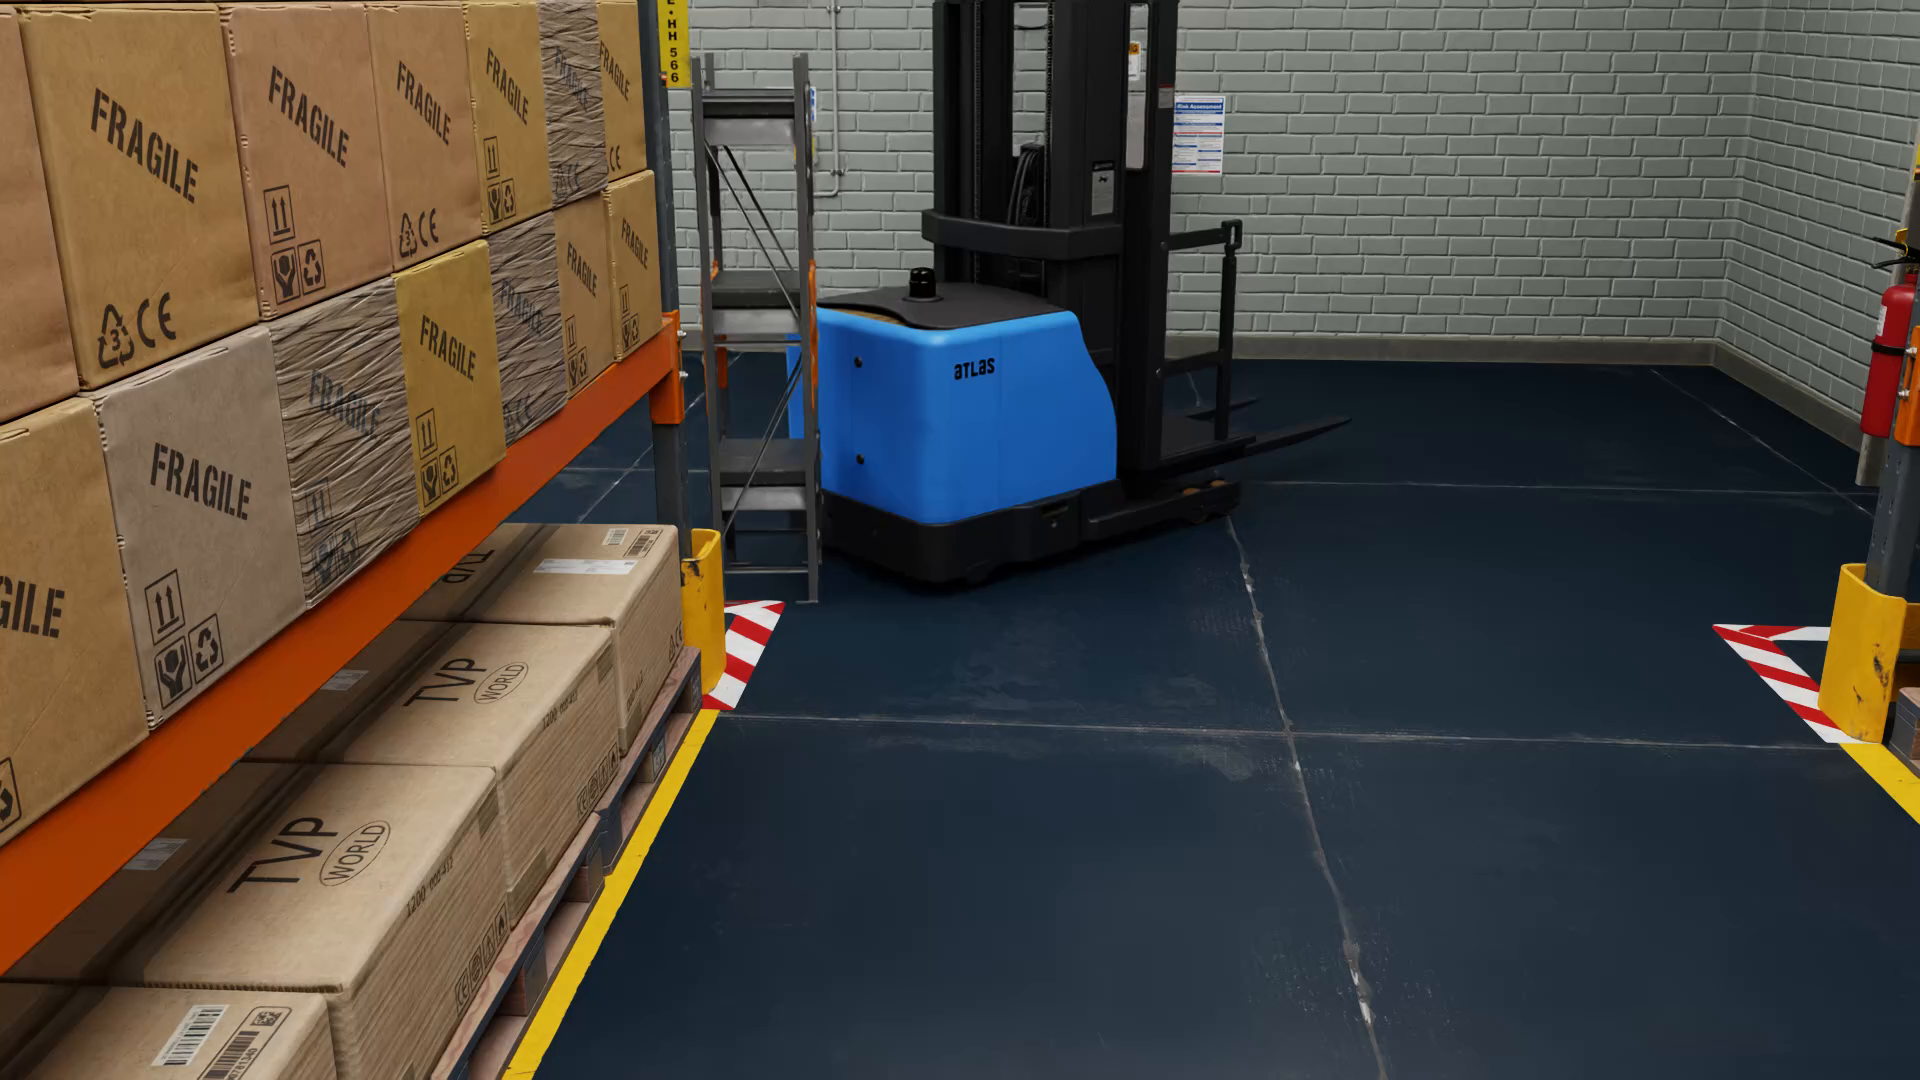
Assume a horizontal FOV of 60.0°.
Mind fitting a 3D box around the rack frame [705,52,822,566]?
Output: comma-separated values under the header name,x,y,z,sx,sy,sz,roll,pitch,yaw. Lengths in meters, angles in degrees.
name,x,y,z,sx,sy,sz,roll,pitch,yaw
rack frame,-0.788,-0.892,6.772,0.400,2.100,0.015,-1,18,-2

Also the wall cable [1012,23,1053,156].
name,x,y,z,sx,sy,sz,roll,pitch,yaw
wall cable,0.357,-3.147,10.577,0.588,1.984,0.122,1,18,4

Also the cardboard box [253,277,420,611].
name,x,y,z,sx,sy,sz,roll,pitch,yaw
cardboard box,-1.349,-0.196,3.042,0.500,0.500,0.500,1,18,4

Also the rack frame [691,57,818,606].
name,x,y,z,sx,sy,sz,roll,pitch,yaw
rack frame,-0.767,-0.740,6.308,0.400,2.100,0.015,-1,18,-2

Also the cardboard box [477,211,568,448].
name,x,y,z,sx,sy,sz,roll,pitch,yaw
cardboard box,-1.288,-0.516,4.021,0.500,0.500,0.500,2,18,6

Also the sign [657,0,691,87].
name,x,y,z,sx,sy,sz,roll,pitch,yaw
sign,-0.899,-1.586,5.207,0.100,0.325,0.005,1,18,4

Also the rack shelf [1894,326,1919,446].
name,x,y,z,sx,sy,sz,roll,pitch,yaw
rack shelf,3.368,0.133,3.356,1.077,0.370,4.000,1,18,4

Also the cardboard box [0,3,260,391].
name,x,y,z,sx,sy,sz,roll,pitch,yaw
cardboard box,-1.408,-0.520,2.425,0.500,0.500,0.500,1,18,3

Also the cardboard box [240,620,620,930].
name,x,y,z,sx,sy,sz,roll,pitch,yaw
cardboard box,-1.444,0.570,4.308,0.875,0.438,0.875,2,18,5

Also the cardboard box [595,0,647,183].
name,x,y,z,sx,sy,sz,roll,pitch,yaw
cardboard box,-1.237,-1.308,4.830,0.500,0.500,0.500,2,18,6

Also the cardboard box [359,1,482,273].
name,x,y,z,sx,sy,sz,roll,pitch,yaw
cardboard box,-1.321,-0.835,3.388,0.500,0.500,0.500,1,18,4

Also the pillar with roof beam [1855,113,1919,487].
name,x,y,z,sx,sy,sz,roll,pitch,yaw
pillar with roof beam,0.310,-4.595,6.993,9.100,9.000,0.400,1,18,4

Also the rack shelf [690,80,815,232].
name,x,y,z,sx,sy,sz,roll,pitch,yaw
rack shelf,-0.778,-1.468,6.326,0.431,0.518,0.480,-1,18,-2

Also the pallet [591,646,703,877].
name,x,y,z,sx,sy,sz,roll,pitch,yaw
pallet,-1.419,0.635,5.145,1.003,0.211,1.213,1,18,4

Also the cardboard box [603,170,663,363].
name,x,y,z,sx,sy,sz,roll,pitch,yaw
cardboard box,-1.210,-0.832,4.984,0.500,0.500,0.500,1,18,4

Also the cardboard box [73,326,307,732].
name,x,y,z,sx,sy,sz,roll,pitch,yaw
cardboard box,-1.391,-0.041,2.571,0.500,0.500,0.500,1,18,4

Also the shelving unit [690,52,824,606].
name,x,y,z,sx,sy,sz,roll,pitch,yaw
shelving unit,-0.778,-0.816,6.540,0.431,2.100,0.503,-1,18,-2

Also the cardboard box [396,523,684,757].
name,x,y,z,sx,sy,sz,roll,pitch,yaw
cardboard box,-1.387,0.285,5.176,0.875,0.438,0.875,1,18,2

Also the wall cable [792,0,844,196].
name,x,y,z,sx,sy,sz,roll,pitch,yaw
wall cable,-1.059,-3.189,10.658,0.585,1.953,0.123,1,18,4

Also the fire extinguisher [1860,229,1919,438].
name,x,y,z,sx,sy,sz,roll,pitch,yaw
fire extinguisher,3.061,-0.672,5.381,0.296,0.674,0.183,1,18,4

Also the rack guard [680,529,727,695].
name,x,y,z,sx,sy,sz,roll,pitch,yaw
rack guard,-1.438,0.240,5.886,1.175,0.500,0.348,1,18,4

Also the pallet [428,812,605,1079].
name,x,y,z,sx,sy,sz,roll,pitch,yaw
pallet,-1.509,1.013,3.992,1.003,0.211,1.213,1,18,4

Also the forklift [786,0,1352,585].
name,x,y,z,sx,sy,sz,roll,pitch,yaw
forklift,0.680,-1.575,7.523,3.031,2.935,1.130,-15,24,-39

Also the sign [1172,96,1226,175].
name,x,y,z,sx,sy,sz,roll,pitch,yaw
sign,1.534,-2.608,10.717,0.329,0.494,0.001,1,18,4

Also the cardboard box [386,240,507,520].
name,x,y,z,sx,sy,sz,roll,pitch,yaw
cardboard box,-1.312,-0.356,3.530,0.500,0.500,0.500,2,18,6

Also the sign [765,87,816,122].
name,x,y,z,sx,sy,sz,roll,pitch,yaw
sign,-1.102,-2.840,10.840,0.327,0.218,0.001,1,18,4

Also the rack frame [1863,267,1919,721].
name,x,y,z,sx,sy,sz,roll,pitch,yaw
rack frame,3.512,-0.830,5.140,1.000,3.000,0.127,1,18,4

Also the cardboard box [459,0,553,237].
name,x,y,z,sx,sy,sz,roll,pitch,yaw
cardboard box,-1.283,-0.991,3.864,0.500,0.500,0.500,1,18,4

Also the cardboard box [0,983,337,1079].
name,x,y,z,sx,sy,sz,roll,pitch,yaw
cardboard box,-1.574,1.128,2.604,0.875,0.438,0.875,1,18,3

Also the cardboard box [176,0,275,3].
name,x,y,z,sx,sy,sz,roll,pitch,yaw
cardboard box,-1.339,-0.939,2.663,0.380,0.149,0.250,1,18,2

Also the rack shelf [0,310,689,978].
name,x,y,z,sx,sy,sz,roll,pitch,yaw
rack shelf,-1.583,0.023,3.691,1.077,0.370,4.000,1,18,4

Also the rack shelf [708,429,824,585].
name,x,y,z,sx,sy,sz,roll,pitch,yaw
rack shelf,-0.778,-0.137,6.762,0.431,0.518,0.480,-1,18,-2

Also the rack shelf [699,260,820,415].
name,x,y,z,sx,sy,sz,roll,pitch,yaw
rack shelf,-0.778,-0.803,6.544,0.431,0.518,0.480,-1,18,-2

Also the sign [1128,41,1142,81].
name,x,y,z,sx,sy,sz,roll,pitch,yaw
sign,0.986,-3.058,10.611,0.339,0.242,0.001,1,18,4

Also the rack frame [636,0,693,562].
name,x,y,z,sx,sy,sz,roll,pitch,yaw
rack frame,-1.439,-0.940,5.474,1.000,3.000,0.127,1,18,4

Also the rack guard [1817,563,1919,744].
name,x,y,z,sx,sy,sz,roll,pitch,yaw
rack guard,3.506,0.381,5.457,1.175,0.500,0.348,1,18,4

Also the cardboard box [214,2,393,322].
name,x,y,z,sx,sy,sz,roll,pitch,yaw
cardboard box,-1.360,-0.678,2.910,0.500,0.500,0.500,2,18,5

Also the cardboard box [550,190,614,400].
name,x,y,z,sx,sy,sz,roll,pitch,yaw
cardboard box,-1.261,-0.676,4.509,0.500,0.500,0.500,1,18,3

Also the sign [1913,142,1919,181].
name,x,y,z,sx,sy,sz,roll,pitch,yaw
sign,2.970,-1.254,5.042,0.100,0.325,0.005,1,18,4

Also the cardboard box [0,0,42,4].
name,x,y,z,sx,sy,sz,roll,pitch,yaw
cardboard box,-1.466,-0.781,2.182,0.380,0.149,0.250,1,18,3

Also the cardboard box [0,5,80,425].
name,x,y,z,sx,sy,sz,roll,pitch,yaw
cardboard box,-1.450,-0.363,1.947,0.500,0.500,0.500,1,18,4

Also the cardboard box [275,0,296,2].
name,x,y,z,sx,sy,sz,roll,pitch,yaw
cardboard box,-1.403,-1.019,2.906,0.380,0.149,0.250,1,18,4

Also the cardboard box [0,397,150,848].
name,x,y,z,sx,sy,sz,roll,pitch,yaw
cardboard box,-1.431,0.115,2.094,0.500,0.500,0.500,2,18,6

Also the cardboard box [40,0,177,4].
name,x,y,z,sx,sy,sz,roll,pitch,yaw
cardboard box,-1.387,-0.857,2.413,0.380,0.149,0.250,1,18,4

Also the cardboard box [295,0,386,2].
name,x,y,z,sx,sy,sz,roll,pitch,yaw
cardboard box,-1.317,-1.093,3.135,0.380,0.149,0.250,1,18,4

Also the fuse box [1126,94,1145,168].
name,x,y,z,sx,sy,sz,roll,pitch,yaw
fuse box,1.026,-1.987,10.740,0.539,1.711,0.414,1,18,4

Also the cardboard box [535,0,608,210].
name,x,y,z,sx,sy,sz,roll,pitch,yaw
cardboard box,-1.245,-1.145,4.333,0.500,0.500,0.500,1,18,4

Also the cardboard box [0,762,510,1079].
name,x,y,z,sx,sy,sz,roll,pitch,yaw
cardboard box,-1.511,0.850,3.453,0.875,0.438,0.875,1,18,2

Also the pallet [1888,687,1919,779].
name,x,y,z,sx,sy,sz,roll,pitch,yaw
pallet,3.450,0.766,4.746,1.003,0.211,1.213,1,18,4
